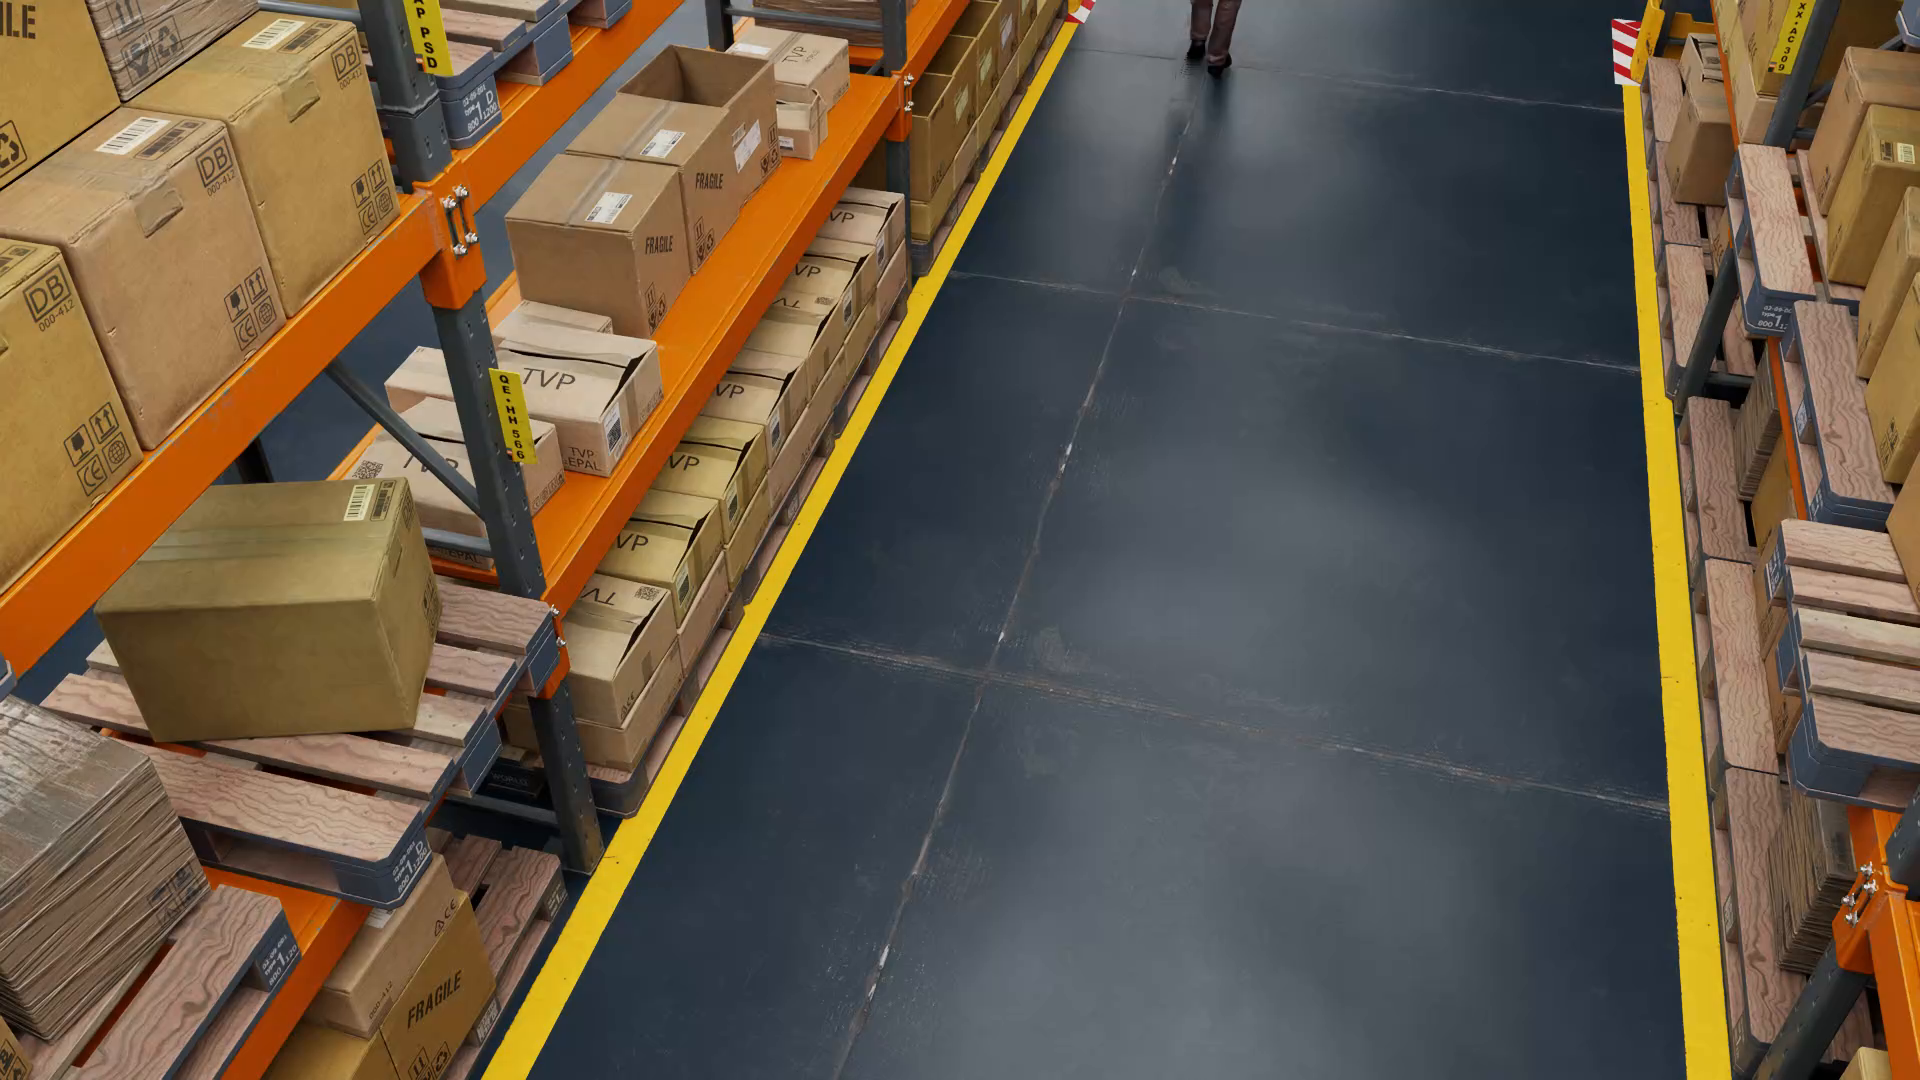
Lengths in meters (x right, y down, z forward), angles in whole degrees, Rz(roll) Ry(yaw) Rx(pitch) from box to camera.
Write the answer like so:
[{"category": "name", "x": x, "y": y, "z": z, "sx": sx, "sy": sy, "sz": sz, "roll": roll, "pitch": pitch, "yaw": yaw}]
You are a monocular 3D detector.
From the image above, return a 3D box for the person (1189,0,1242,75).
[{"category": "person", "x": 1.719, "y": -3.848, "z": 10.664, "sx": 0.553, "sy": 1.786, "sz": 0.551, "roll": 11, "pitch": 42, "yaw": 12}]
